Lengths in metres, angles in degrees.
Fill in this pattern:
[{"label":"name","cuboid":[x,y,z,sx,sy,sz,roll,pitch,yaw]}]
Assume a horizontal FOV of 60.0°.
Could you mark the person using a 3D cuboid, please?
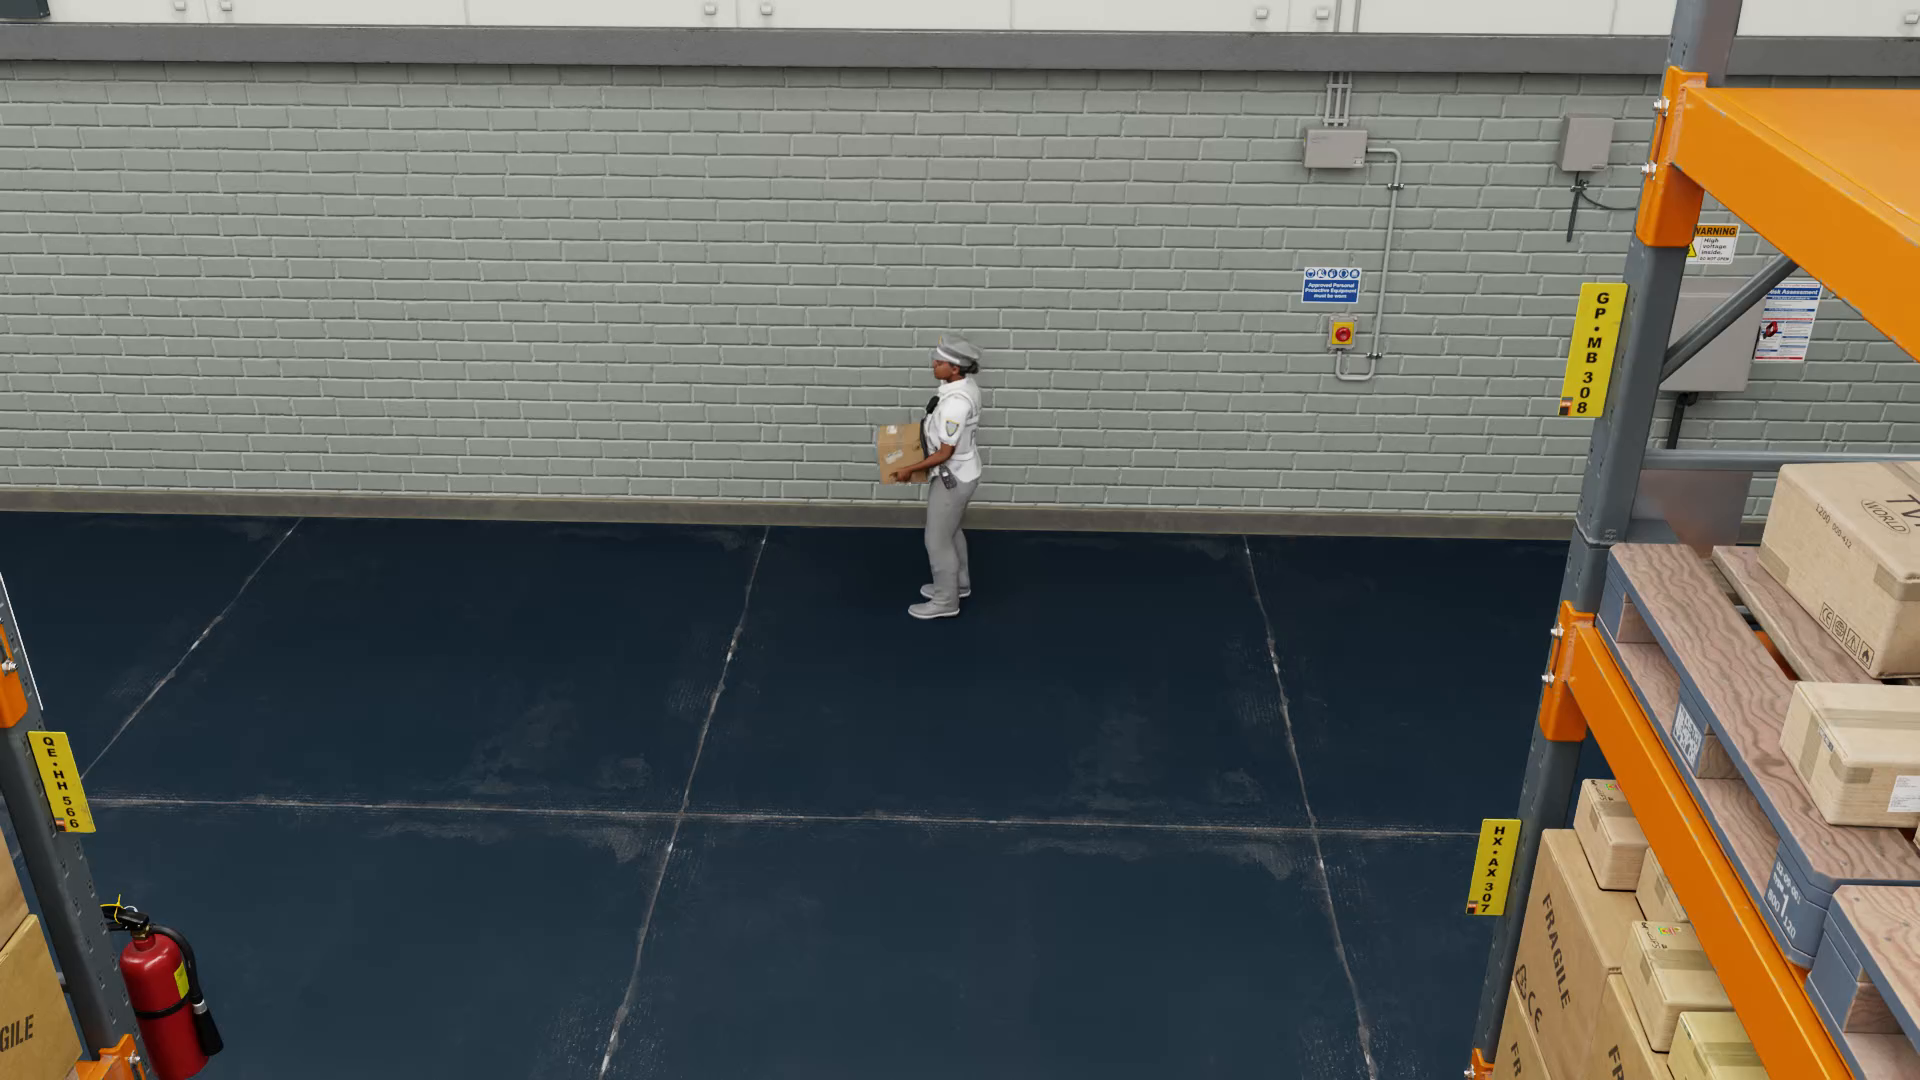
[{"label":"person","cuboid":[-0.134,-0.360,9.260,0.507,1.692,0.464,1,28,2]}]
